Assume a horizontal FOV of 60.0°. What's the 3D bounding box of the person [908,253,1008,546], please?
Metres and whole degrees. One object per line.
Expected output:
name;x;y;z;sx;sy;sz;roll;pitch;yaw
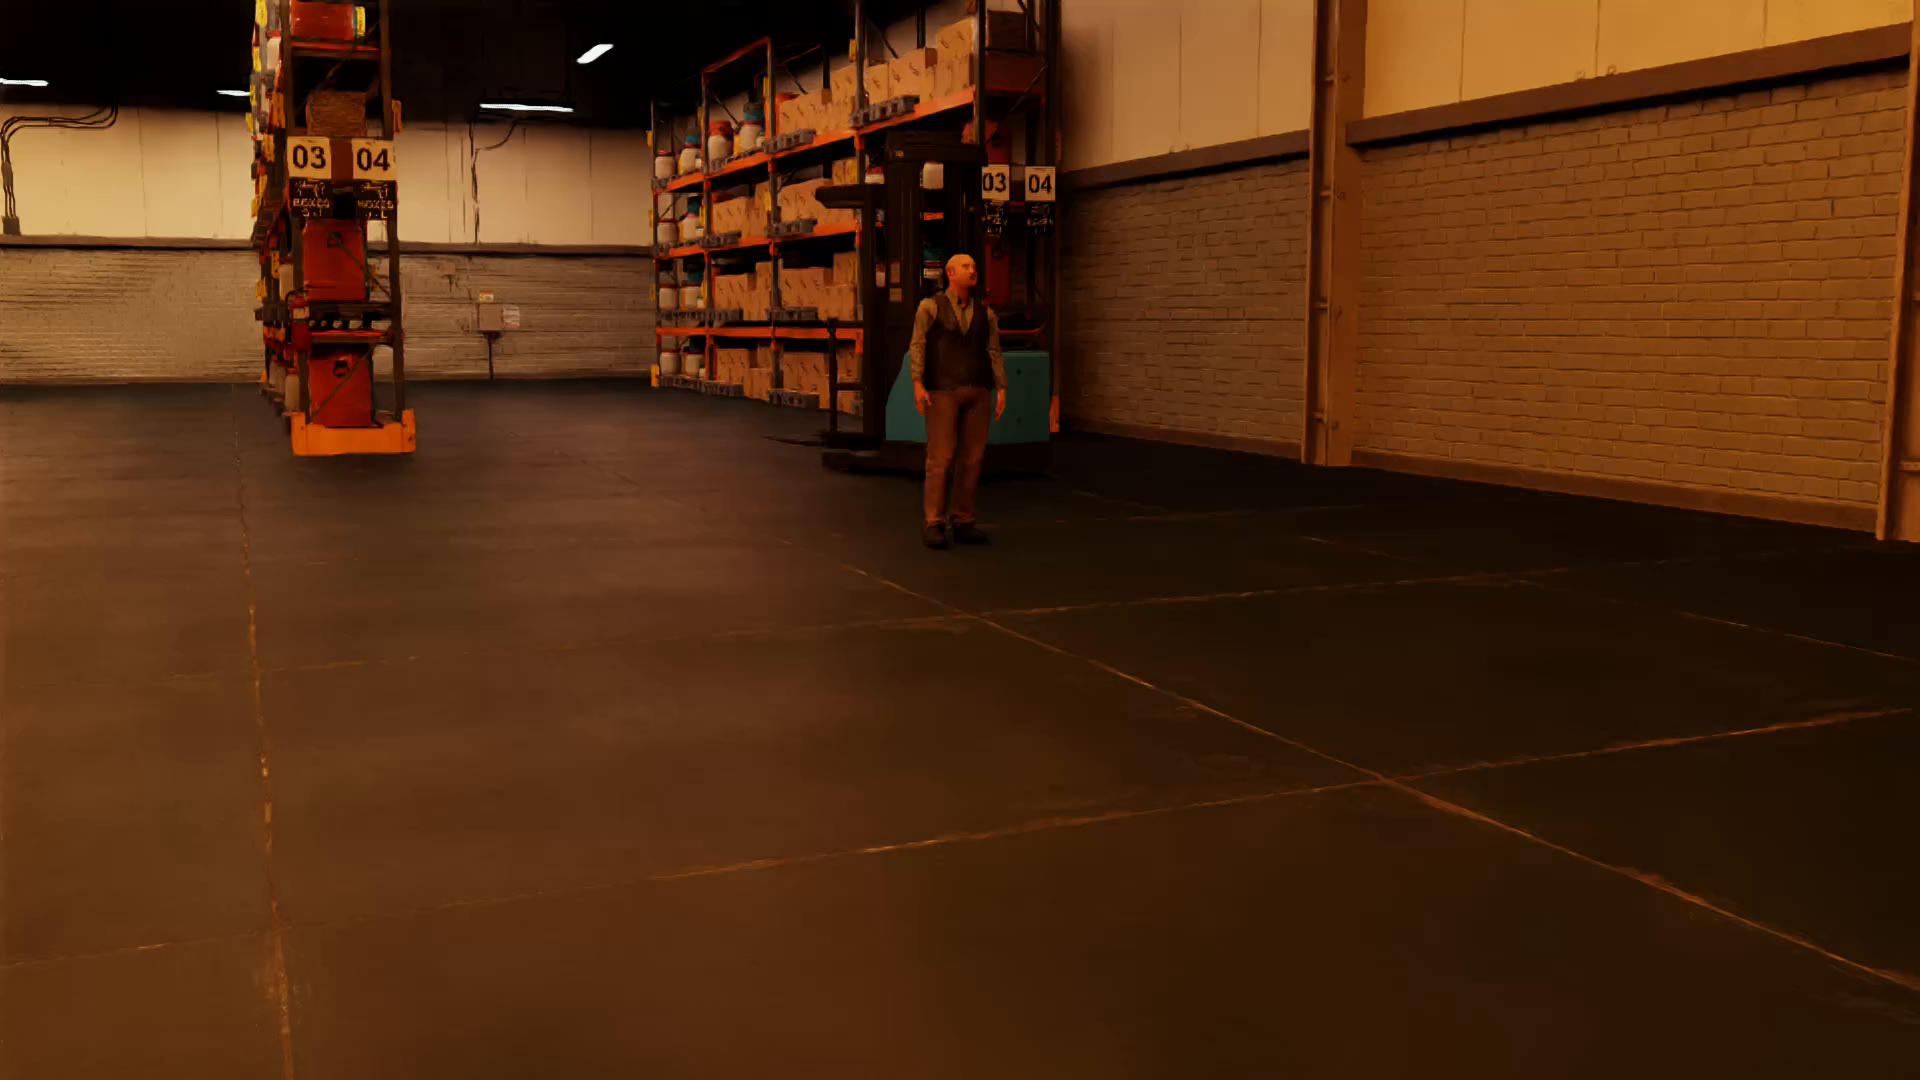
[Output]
person;0.018;-0.853;9.980;0.632;1.720;0.567;-3;8;-23

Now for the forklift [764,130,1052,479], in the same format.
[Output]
forklift;-0.590;-2.104;14.899;1.130;2.935;3.031;-7;10;-43
